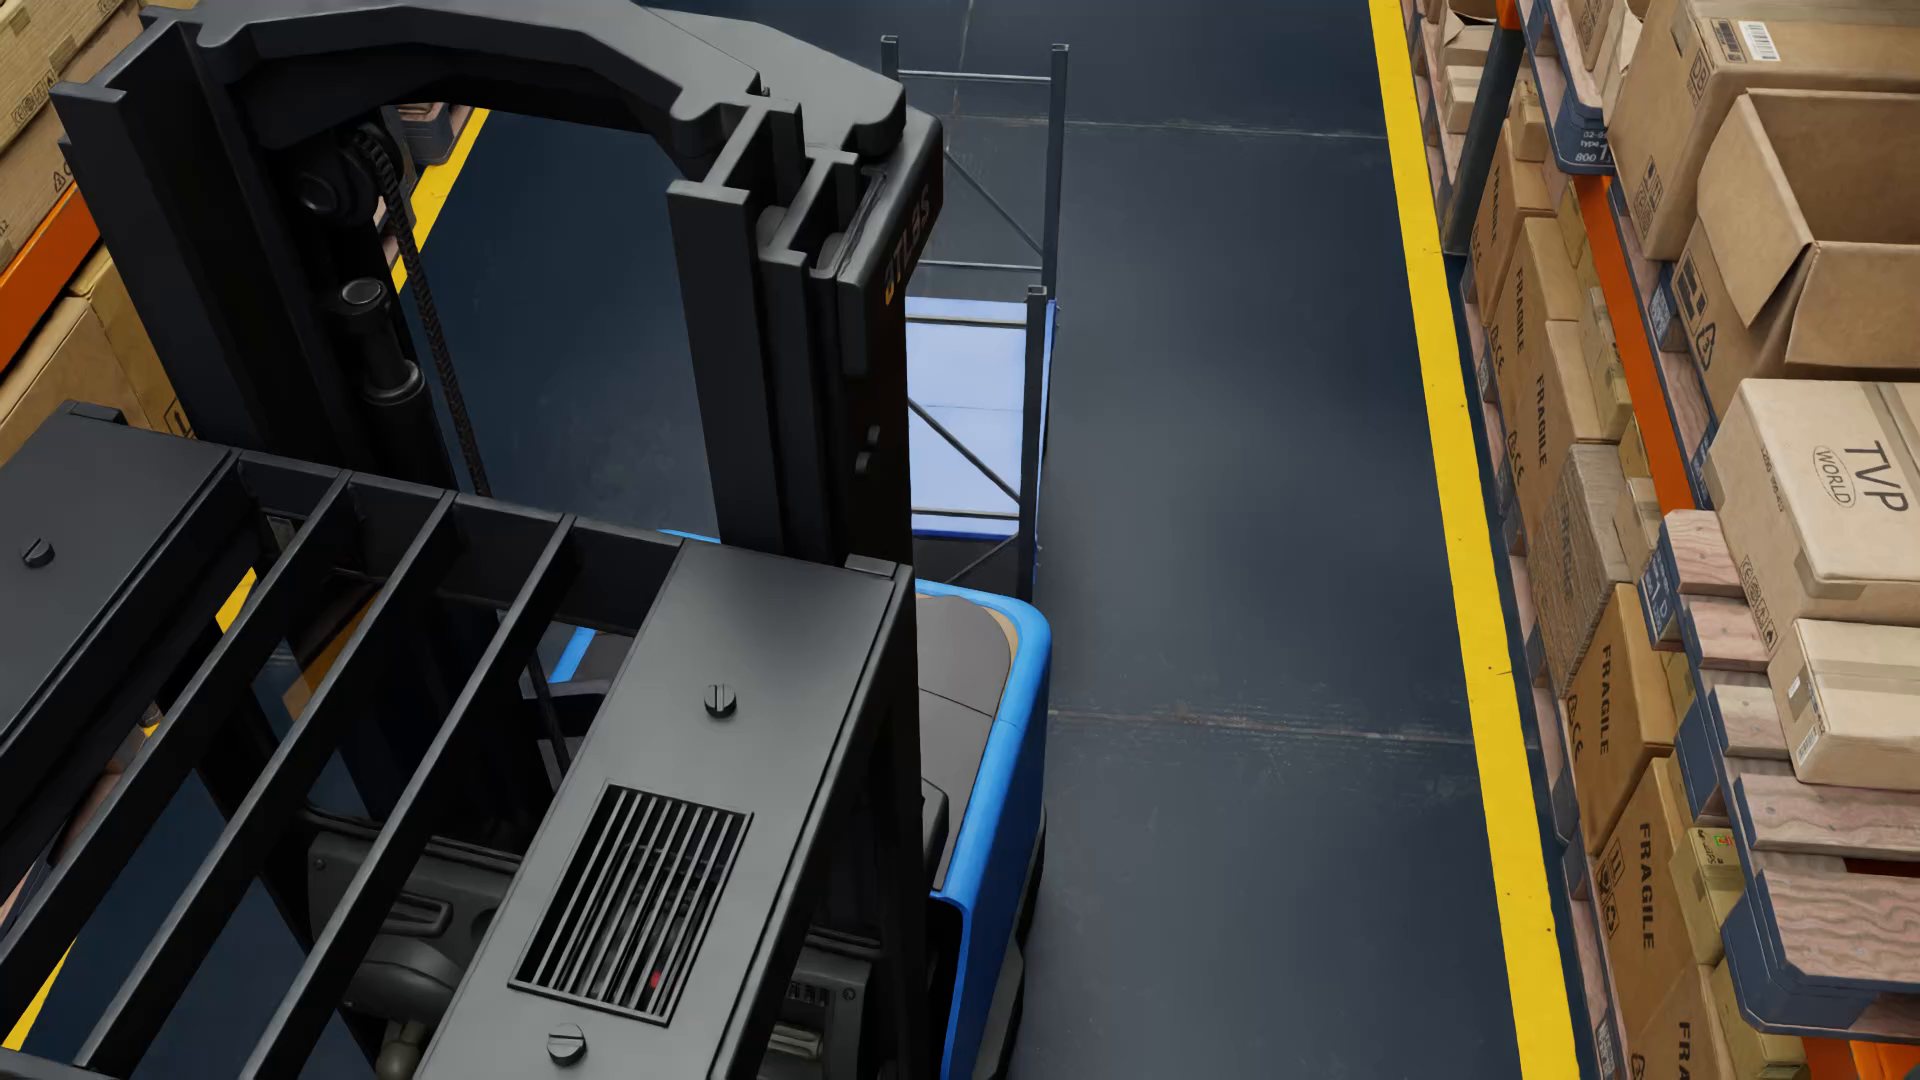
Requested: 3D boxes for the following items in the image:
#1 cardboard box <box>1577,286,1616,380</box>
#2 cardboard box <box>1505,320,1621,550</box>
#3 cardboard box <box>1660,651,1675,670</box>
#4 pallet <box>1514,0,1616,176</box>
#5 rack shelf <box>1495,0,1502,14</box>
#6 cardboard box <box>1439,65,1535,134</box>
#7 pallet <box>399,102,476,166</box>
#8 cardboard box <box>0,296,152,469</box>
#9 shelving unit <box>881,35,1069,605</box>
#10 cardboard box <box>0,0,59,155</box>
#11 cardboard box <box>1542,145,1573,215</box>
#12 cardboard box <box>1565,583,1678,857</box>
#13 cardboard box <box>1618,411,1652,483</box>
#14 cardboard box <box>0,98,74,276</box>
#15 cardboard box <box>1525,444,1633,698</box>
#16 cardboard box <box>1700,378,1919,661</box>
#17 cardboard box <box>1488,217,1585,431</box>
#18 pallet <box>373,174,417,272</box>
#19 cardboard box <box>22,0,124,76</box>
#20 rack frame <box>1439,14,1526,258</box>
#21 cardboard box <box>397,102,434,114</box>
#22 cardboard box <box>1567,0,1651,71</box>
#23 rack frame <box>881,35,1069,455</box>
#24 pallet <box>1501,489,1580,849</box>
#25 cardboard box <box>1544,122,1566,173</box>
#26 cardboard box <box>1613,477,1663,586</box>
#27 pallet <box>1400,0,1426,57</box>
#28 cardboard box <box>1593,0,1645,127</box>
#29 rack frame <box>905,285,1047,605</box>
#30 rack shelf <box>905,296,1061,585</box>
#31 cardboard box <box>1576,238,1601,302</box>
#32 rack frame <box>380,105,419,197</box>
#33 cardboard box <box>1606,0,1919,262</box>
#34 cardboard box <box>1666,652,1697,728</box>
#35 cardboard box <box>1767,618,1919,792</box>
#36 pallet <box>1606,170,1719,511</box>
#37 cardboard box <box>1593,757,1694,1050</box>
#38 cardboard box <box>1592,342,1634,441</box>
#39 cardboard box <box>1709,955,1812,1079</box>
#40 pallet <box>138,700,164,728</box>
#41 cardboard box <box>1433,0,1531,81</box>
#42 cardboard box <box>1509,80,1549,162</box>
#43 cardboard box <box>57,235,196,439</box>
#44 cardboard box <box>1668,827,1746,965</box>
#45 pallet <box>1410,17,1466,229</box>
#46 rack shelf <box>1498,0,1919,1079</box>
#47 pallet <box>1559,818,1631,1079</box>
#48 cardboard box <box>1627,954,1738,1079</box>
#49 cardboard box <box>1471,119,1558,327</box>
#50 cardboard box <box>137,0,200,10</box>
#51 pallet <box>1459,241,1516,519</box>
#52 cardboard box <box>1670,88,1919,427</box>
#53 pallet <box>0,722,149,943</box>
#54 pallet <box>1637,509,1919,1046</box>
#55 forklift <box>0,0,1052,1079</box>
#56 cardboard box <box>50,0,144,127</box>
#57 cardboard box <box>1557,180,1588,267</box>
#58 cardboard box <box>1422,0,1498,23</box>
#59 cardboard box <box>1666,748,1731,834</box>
[{"bbox_3d":[1.980,-0.576,4.714,0.380,0.149,0.250,4,48,3],"label":"cardboard box"},{"bbox_3d":[1.953,-0.285,4.888,0.500,0.500,0.500,3,48,2],"label":"cardboard box"},{"bbox_3d":[1.891,0.189,4.014,0.380,0.149,0.250,3,48,3],"label":"cardboard box"},{"bbox_3d":[2.128,-1.441,4.666,1.003,0.211,1.213,4,48,4],"label":"pallet"},{"bbox_3d":[2.492,-3.313,6.735,1.077,0.370,4.000,4,48,4],"label":"rack shelf"},{"bbox_3d":[2.068,-1.695,6.415,0.380,0.149,0.250,3,48,2],"label":"cardboard box"},{"bbox_3d":[-2.487,-2.029,6.963,1.003,0.211,1.213,4,48,4],"label":"pallet"},{"bbox_3d":[-2.767,-0.059,4.427,0.875,0.875,0.875,4,48,4],"label":"cardboard box"},{"bbox_3d":[-0.008,-0.443,4.639,0.538,1.500,1.048,4,48,4],"label":"shelving unit"},{"bbox_3d":[-2.541,-1.068,3.957,0.500,0.250,0.500,5,48,4],"label":"cardboard box"},{"bbox_3d":[2.064,-1.149,5.237,0.380,0.149,0.250,3,48,2],"label":"cardboard box"},{"bbox_3d":[1.871,0.478,4.189,0.500,0.500,0.500,6,48,5],"label":"cardboard box"},{"bbox_3d":[1.960,-0.193,4.364,0.380,0.149,0.250,4,48,4],"label":"cardboard box"},{"bbox_3d":[-2.579,-0.896,4.139,0.500,0.250,0.500,4,48,4],"label":"cardboard box"},{"bbox_3d":[1.899,0.095,4.539,0.500,0.500,0.500,2,48,2],"label":"cardboard box"},{"bbox_3d":[1.719,-0.035,3.066,0.500,0.250,0.500,2,48,2],"label":"cardboard box"},{"bbox_3d":[2.003,-0.652,5.223,0.500,0.500,0.500,3,48,3],"label":"cardboard box"},{"bbox_3d":[-2.629,-0.904,5.934,1.003,0.211,1.213,4,48,4],"label":"pallet"},{"bbox_3d":[-2.511,-1.446,4.303,0.500,0.250,0.500,5,48,4],"label":"cardboard box"},{"bbox_3d":[2.310,-2.086,5.125,1.000,3.000,0.127,4,48,4],"label":"rack frame"},{"bbox_3d":[-2.470,-2.148,6.634,0.875,0.438,0.875,3,48,3],"label":"cardboard box"},{"bbox_3d":[1.995,-1.540,4.274,0.700,0.500,0.500,4,48,4],"label":"cardboard box"},{"bbox_3d":[0.039,-0.817,4.981,0.500,1.500,0.032,4,48,4],"label":"rack frame"},{"bbox_3d":[2.164,0.354,4.783,1.003,0.211,1.213,4,48,4],"label":"pallet"},{"bbox_3d":[2.036,-1.263,5.141,0.380,0.149,0.250,2,48,2],"label":"cardboard box"},{"bbox_3d":[1.887,-0.016,4.202,0.380,0.149,0.250,2,48,2],"label":"cardboard box"},{"bbox_3d":[2.482,-2.548,7.438,1.003,0.211,1.213,4,48,4],"label":"pallet"},{"bbox_3d":[1.801,-1.187,4.110,0.396,0.266,0.258,6,48,5],"label":"cardboard box"},{"bbox_3d":[-0.054,-0.070,4.298,0.500,1.500,0.032,4,48,4],"label":"rack frame"},{"bbox_3d":[-0.008,-0.322,4.772,0.538,0.185,1.000,4,48,4],"label":"rack shelf"},{"bbox_3d":[2.040,-0.757,4.879,0.380,0.149,0.250,3,48,3],"label":"cardboard box"},{"bbox_3d":[-2.634,-2.417,5.428,1.000,3.000,0.127,4,48,4],"label":"rack frame"},{"bbox_3d":[1.924,-0.964,3.746,0.700,0.500,0.500,4,48,3],"label":"cardboard box"},{"bbox_3d":[1.869,0.372,3.847,0.380,0.149,0.250,5,48,5],"label":"cardboard box"},{"bbox_3d":[1.623,0.288,2.839,0.380,0.149,0.250,5,48,4],"label":"cardboard box"},{"bbox_3d":[2.118,-0.511,3.815,1.003,0.211,1.213,4,48,4],"label":"pallet"},{"bbox_3d":[1.825,0.863,3.837,0.500,0.500,0.500,3,48,3],"label":"cardboard box"},{"bbox_3d":[1.955,-0.394,4.547,0.380,0.149,0.250,5,48,5],"label":"cardboard box"},{"bbox_3d":[1.738,0.956,3.312,0.380,0.149,0.250,2,48,2],"label":"cardboard box"},{"bbox_3d":[-2.738,-0.005,5.111,1.003,0.211,1.213,4,48,4],"label":"pallet"},{"bbox_3d":[2.100,-1.996,6.611,0.396,0.266,0.258,5,48,5],"label":"cardboard box"},{"bbox_3d":[2.012,-1.357,5.428,0.380,0.149,0.250,6,48,5],"label":"cardboard box"},{"bbox_3d":[-2.685,-0.716,5.028,0.875,0.875,0.875,5,48,5],"label":"cardboard box"},{"bbox_3d":[1.732,0.754,3.498,0.380,0.149,0.250,2,48,2],"label":"cardboard box"},{"bbox_3d":[2.373,-1.649,6.616,1.003,0.211,1.213,4,48,4],"label":"pallet"},{"bbox_3d":[2.127,-0.373,4.046,1.077,0.370,4.000,4,48,4],"label":"rack shelf"},{"bbox_3d":[2.051,1.248,3.965,1.003,0.211,1.213,4,48,4],"label":"pallet"},{"bbox_3d":[1.769,1.230,3.502,0.500,0.500,0.500,5,48,5],"label":"cardboard box"},{"bbox_3d":[2.041,-1.044,5.581,0.500,0.500,0.500,6,48,5],"label":"cardboard box"},{"bbox_3d":[-2.471,-1.646,4.824,0.500,0.250,0.500,3,48,3],"label":"cardboard box"},{"bbox_3d":[2.273,-0.545,5.605,1.003,0.211,1.213,4,48,4],"label":"pallet"},{"bbox_3d":[1.910,-0.535,3.352,0.797,0.503,0.637,3,48,3],"label":"cardboard box"},{"bbox_3d":[-2.851,0.889,4.294,1.003,0.211,1.213,4,48,4],"label":"pallet"},{"bbox_3d":[1.937,0.415,2.967,1.213,0.211,1.003,4,48,4],"label":"pallet"},{"bbox_3d":[-0.651,0.839,2.496,1.130,2.935,3.031,11,49,10],"label":"forklift"},{"bbox_3d":[-2.536,-1.276,4.486,0.500,0.250,0.500,3,48,2],"label":"cardboard box"},{"bbox_3d":[2.052,-0.959,5.064,0.380,0.149,0.250,2,48,2],"label":"cardboard box"},{"bbox_3d":[2.313,-2.492,6.906,0.700,0.500,0.500,2,48,2],"label":"cardboard box"},{"bbox_3d":[1.800,0.563,3.672,0.380,0.149,0.250,2,48,2],"label":"cardboard box"}]
